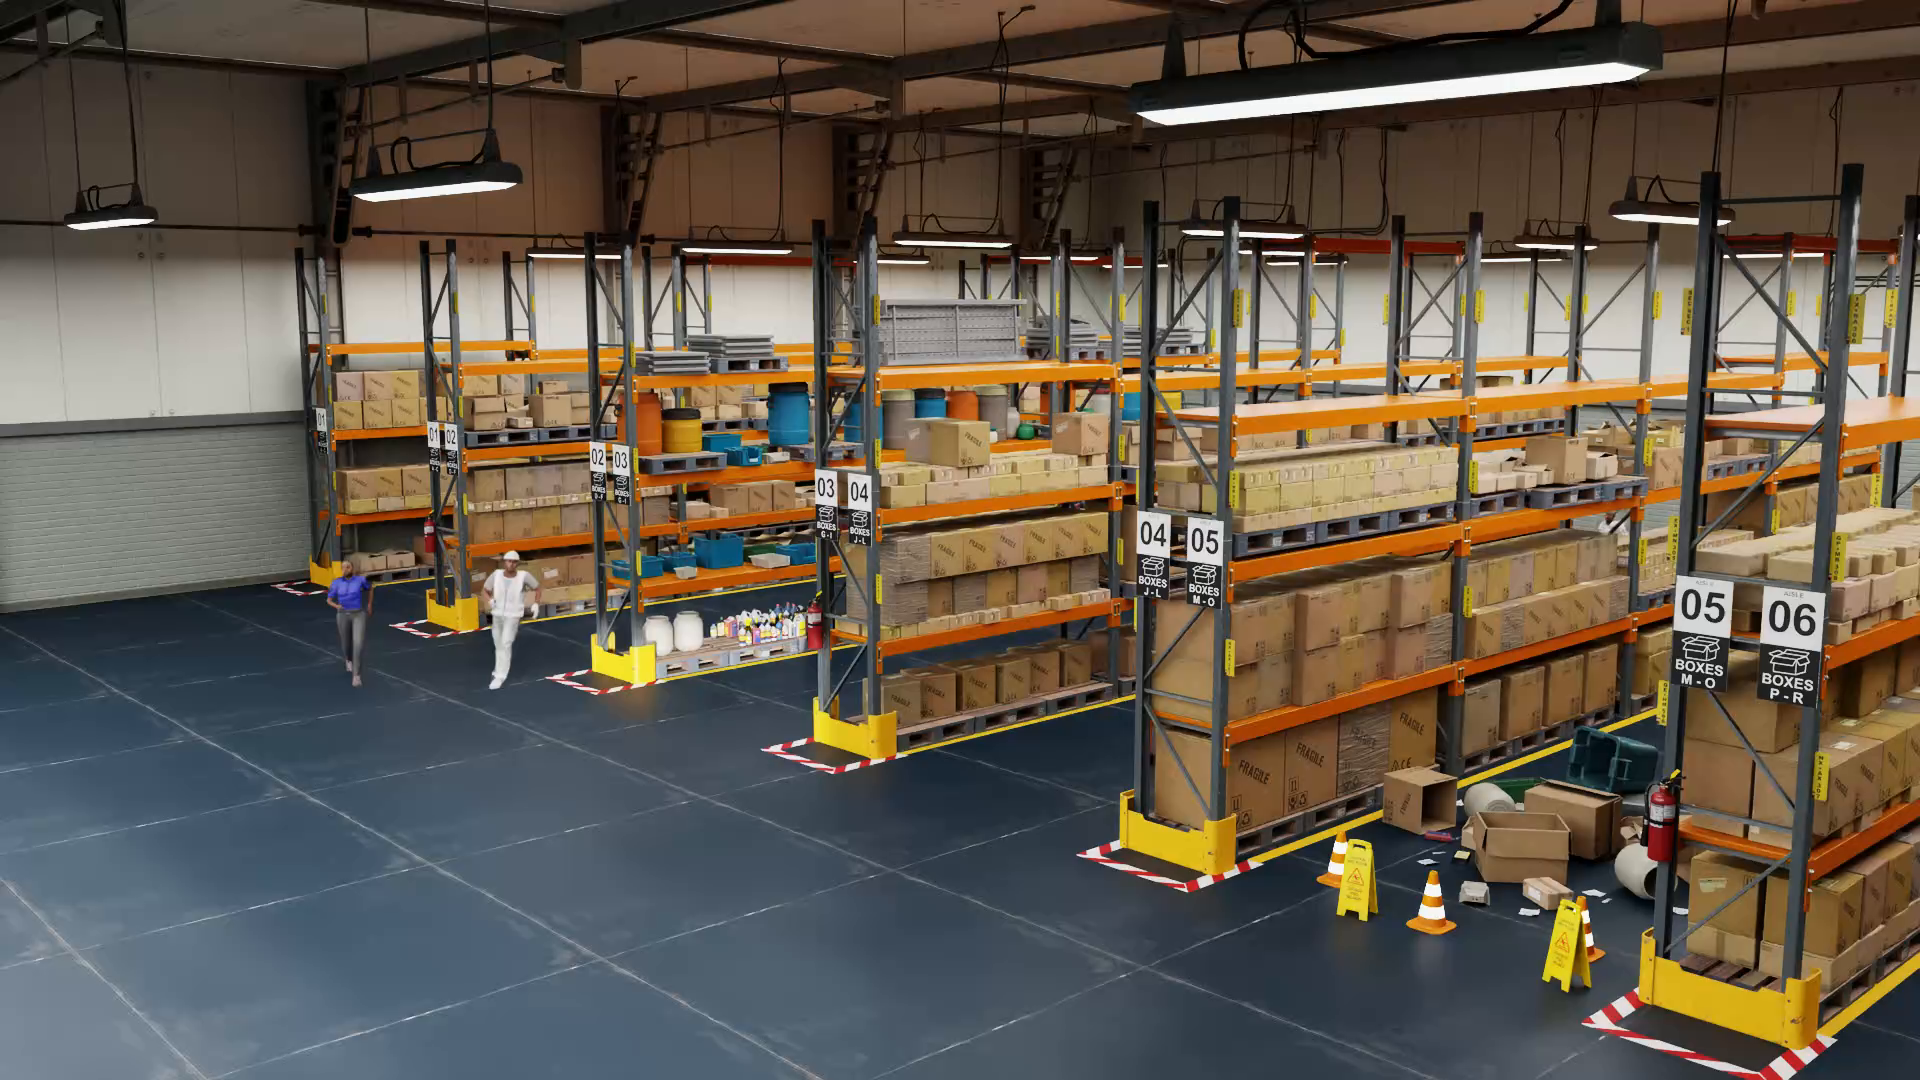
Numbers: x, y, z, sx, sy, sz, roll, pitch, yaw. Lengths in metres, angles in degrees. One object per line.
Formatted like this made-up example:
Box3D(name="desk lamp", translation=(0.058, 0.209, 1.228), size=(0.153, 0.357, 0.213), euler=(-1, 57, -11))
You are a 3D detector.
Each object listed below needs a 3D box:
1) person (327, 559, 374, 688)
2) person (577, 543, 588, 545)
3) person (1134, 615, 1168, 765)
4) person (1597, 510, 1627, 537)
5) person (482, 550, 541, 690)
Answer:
Box3D(name="person", translation=(-8.197, 1.078, 22.388), size=(0.589, 1.672, 0.943), euler=(-2, 9, -16))
Box3D(name="person", translation=(-6.698, -0.021, 29.528), size=(0.965, 1.763, 0.677), euler=(-8, 11, -43))
Box3D(name="person", translation=(2.241, 1.607, 18.551), size=(0.663, 1.700, 0.926), euler=(5, 10, 32))
Box3D(name="person", translation=(10.869, 0.277, 27.780), size=(0.591, 1.702, 0.831), euler=(7, 11, 38))
Box3D(name="person", translation=(-6.010, 1.028, 22.174), size=(0.745, 1.791, 0.863), euler=(0, 8, 3))
